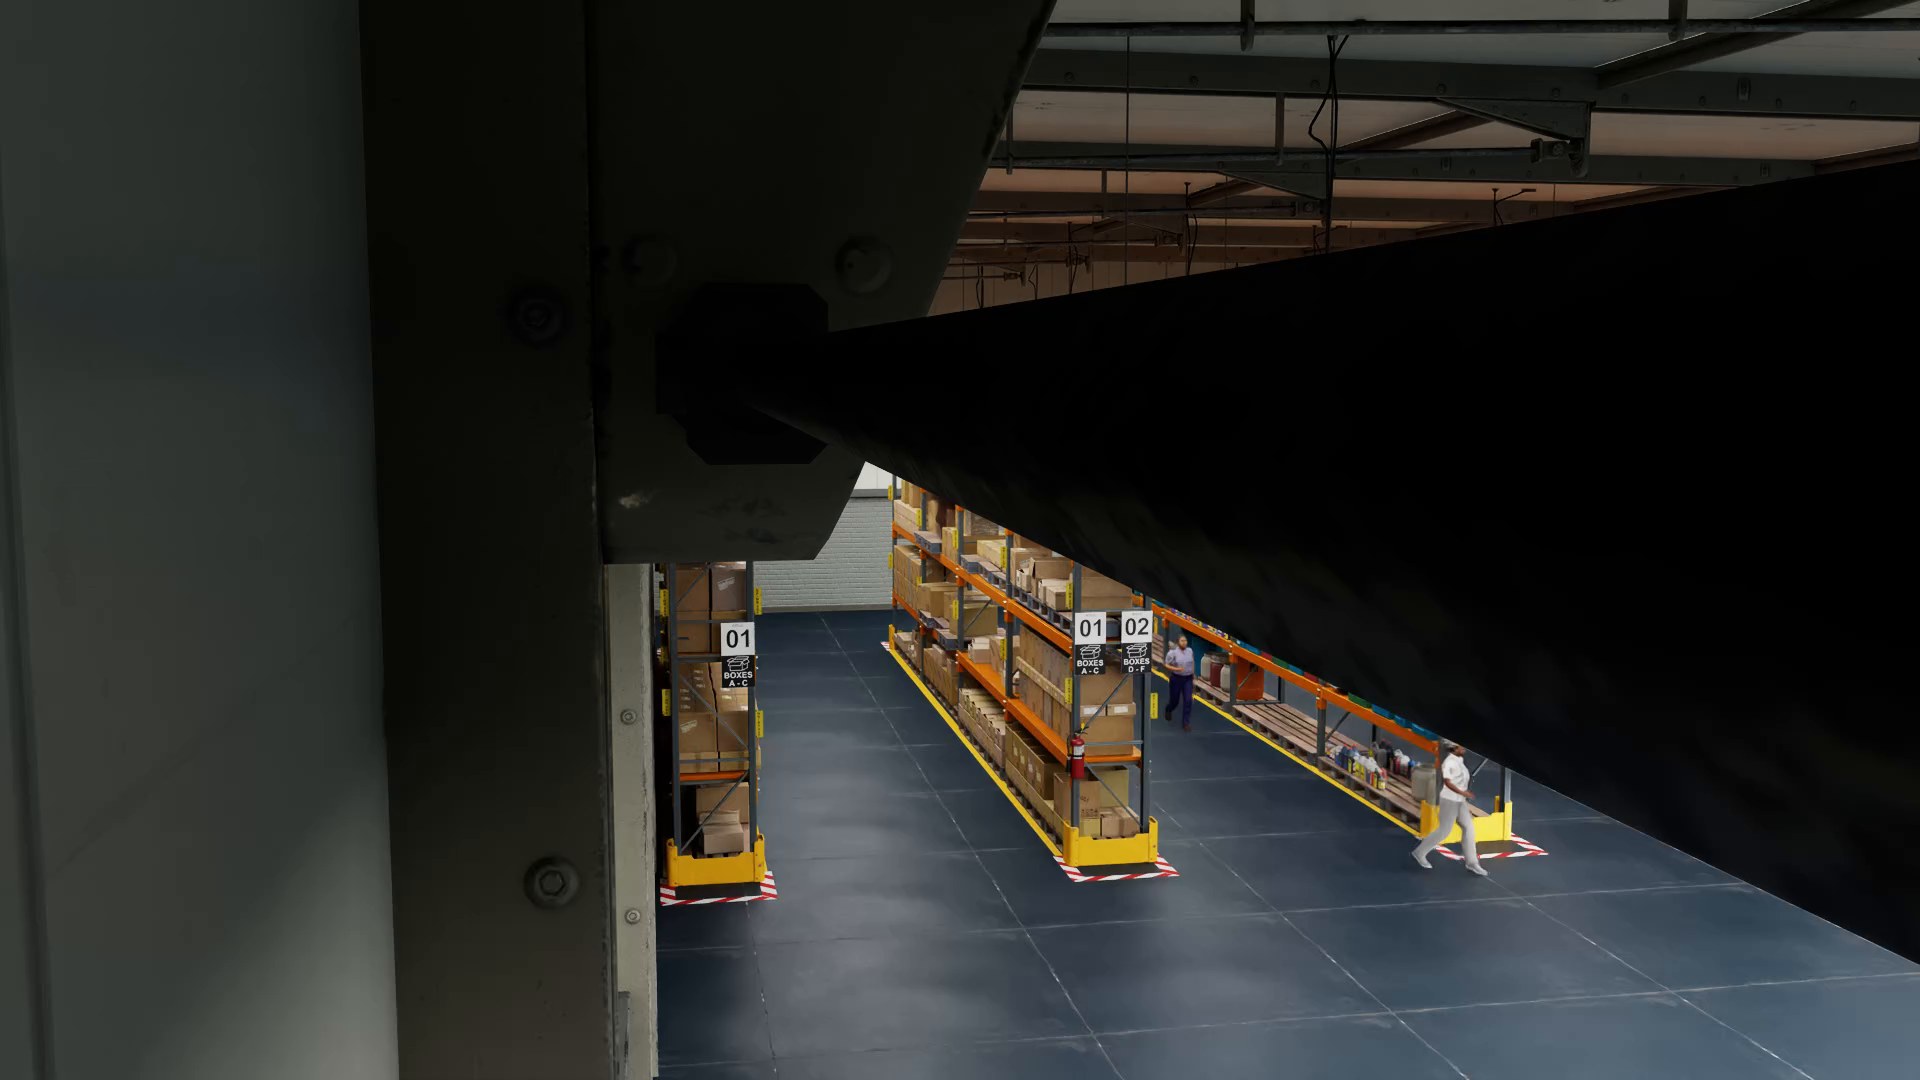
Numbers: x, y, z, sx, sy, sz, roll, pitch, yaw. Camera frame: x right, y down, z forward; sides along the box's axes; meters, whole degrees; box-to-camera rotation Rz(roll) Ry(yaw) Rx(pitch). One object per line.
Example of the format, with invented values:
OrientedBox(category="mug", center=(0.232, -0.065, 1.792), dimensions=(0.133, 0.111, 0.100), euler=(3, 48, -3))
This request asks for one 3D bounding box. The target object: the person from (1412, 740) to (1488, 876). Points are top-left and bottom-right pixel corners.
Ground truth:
OrientedBox(category="person", center=(6.145, 3.262, 20.664), dimensions=(0.905, 1.685, 0.669), euler=(3, 7, 29))

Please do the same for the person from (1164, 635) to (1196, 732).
OrientedBox(category="person", center=(3.791, 2.427, 28.585), dimensions=(0.626, 1.625, 0.799), euler=(-2, 6, -15))
